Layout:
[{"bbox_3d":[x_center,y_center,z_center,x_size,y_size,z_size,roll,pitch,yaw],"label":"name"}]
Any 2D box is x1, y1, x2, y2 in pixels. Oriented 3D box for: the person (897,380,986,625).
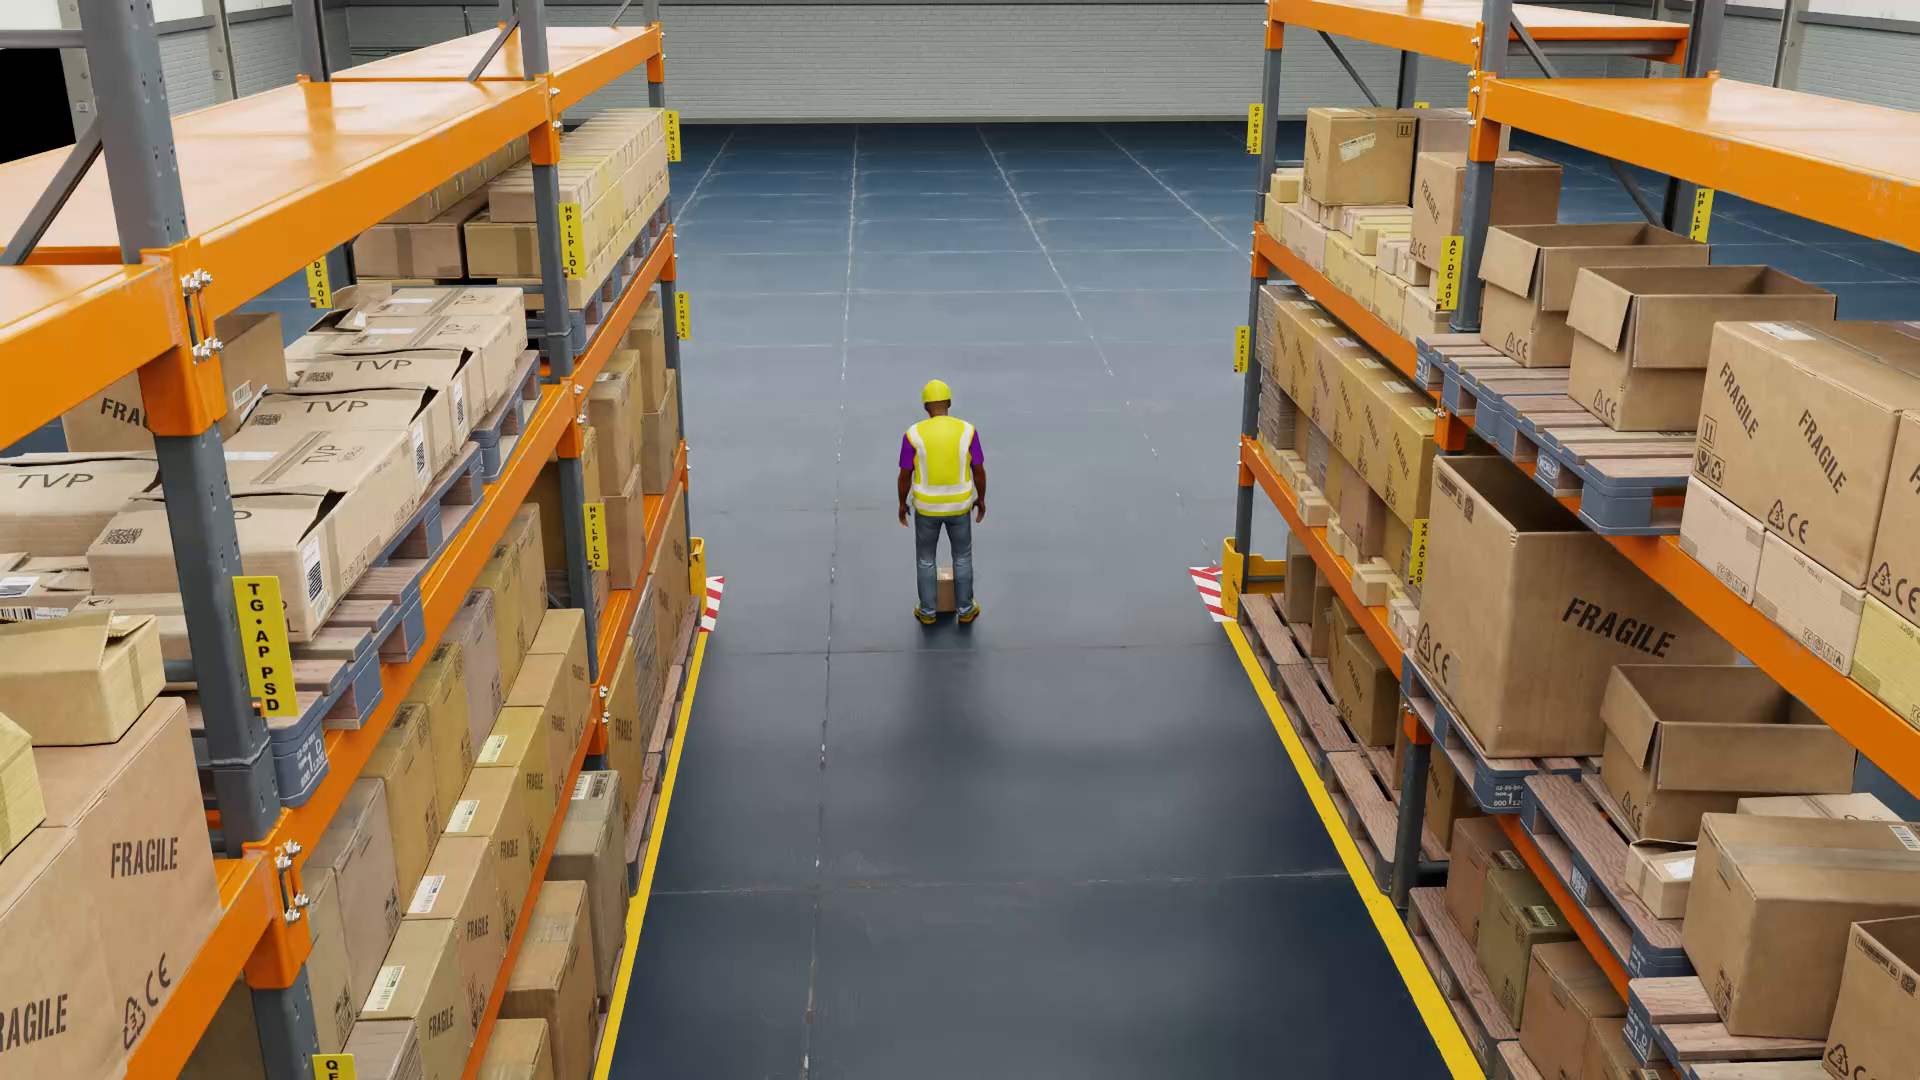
[{"bbox_3d":[-0.129,-0.261,11.763,0.631,1.756,0.462,-2,20,-6],"label":"person"}]
